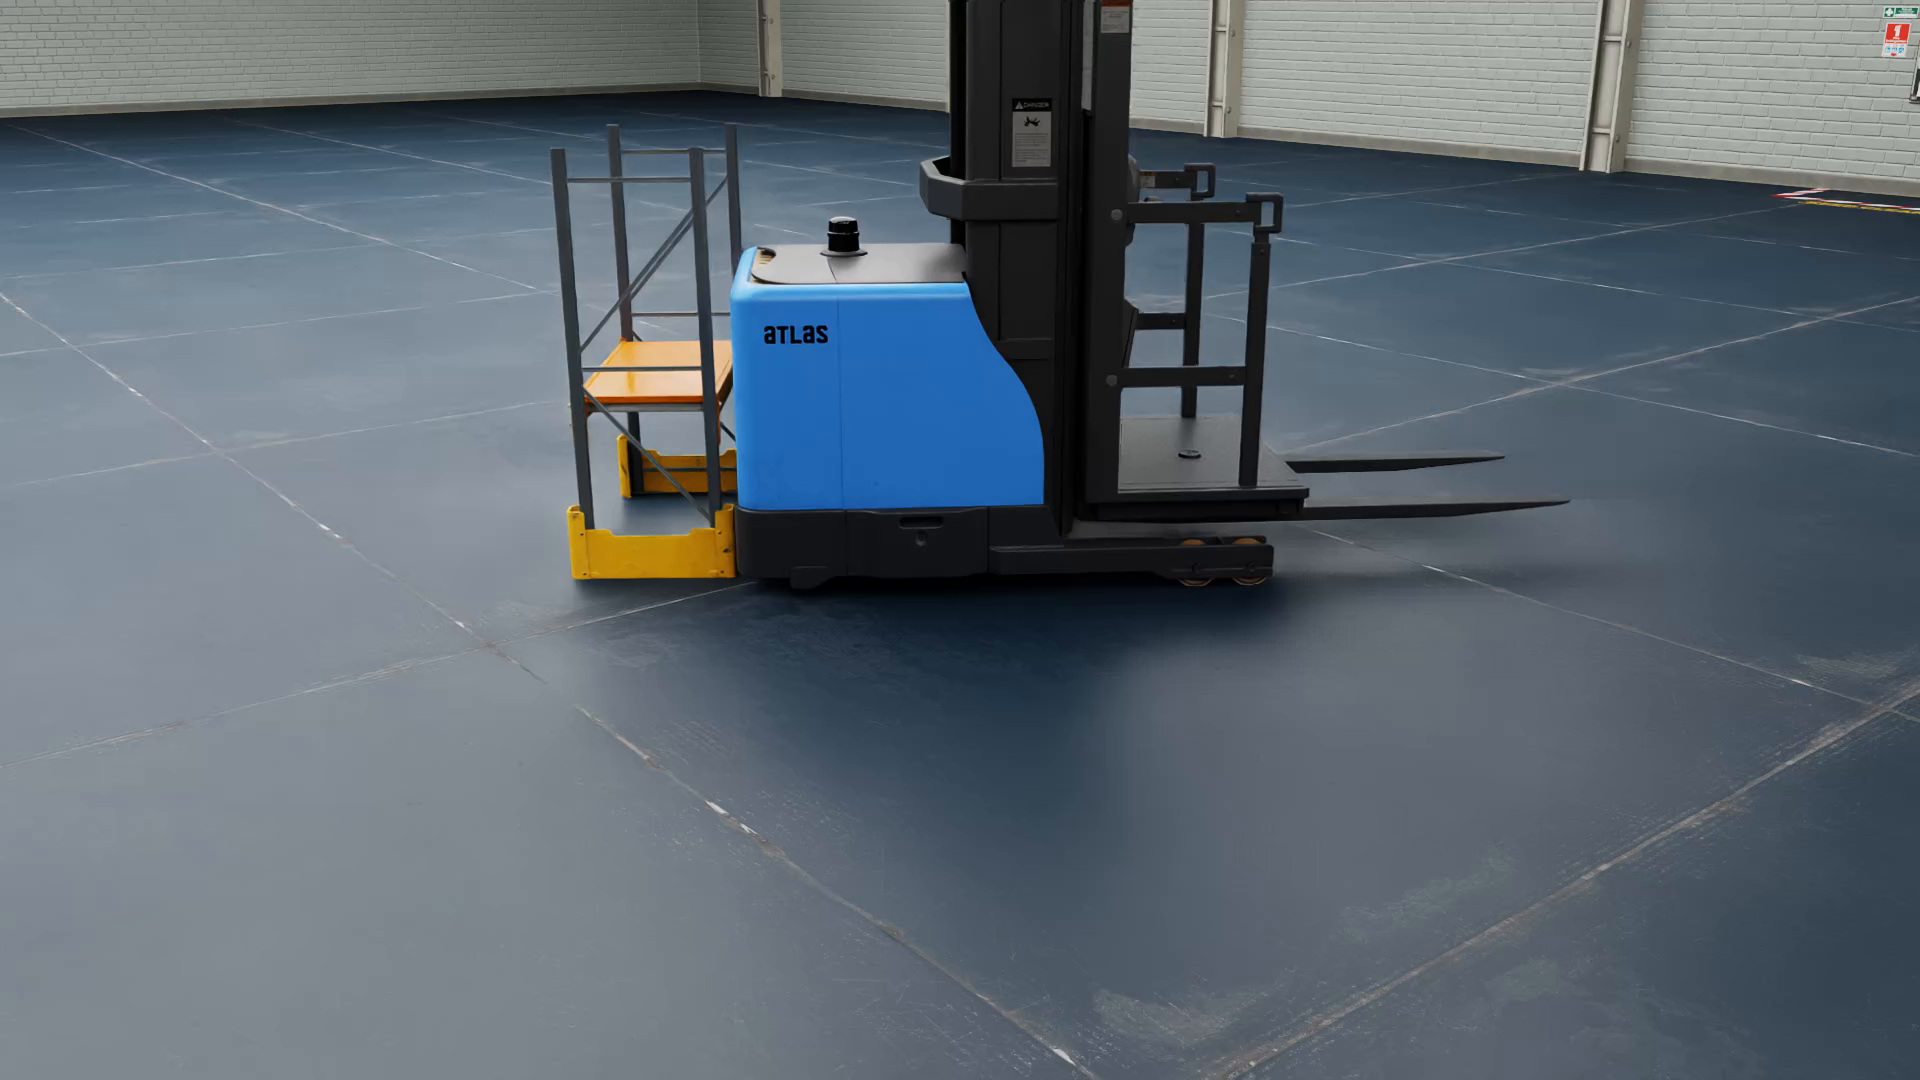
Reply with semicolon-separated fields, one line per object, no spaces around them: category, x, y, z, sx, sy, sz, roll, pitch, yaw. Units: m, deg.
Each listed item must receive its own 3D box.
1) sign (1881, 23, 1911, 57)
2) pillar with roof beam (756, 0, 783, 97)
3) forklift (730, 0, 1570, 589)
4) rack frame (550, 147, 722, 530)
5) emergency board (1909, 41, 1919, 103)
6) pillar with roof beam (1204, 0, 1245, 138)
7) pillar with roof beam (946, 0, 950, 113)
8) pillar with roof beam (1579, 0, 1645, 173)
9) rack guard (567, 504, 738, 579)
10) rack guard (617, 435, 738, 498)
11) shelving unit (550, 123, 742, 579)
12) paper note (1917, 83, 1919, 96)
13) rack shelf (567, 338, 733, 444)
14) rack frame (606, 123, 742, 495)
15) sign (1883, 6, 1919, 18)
sign;9.418;-5.031;16.729;0.001;0.329;0.234;-14;23;-36
pillar with roof beam;-7.091;-12.163;28.780;9.100;9.000;0.400;-14;23;-36
forklift;0.699;-1.389;5.895;3.031;2.935;1.130;-1;18;-4
rack frame;-1.100;-0.588;5.746;0.500;1.500;0.032;-1;18;-1
emergency board;9.690;-4.864;16.279;0.157;1.169;0.626;-14;23;-36
pillar with roof beam;0.360;-9.206;19.850;9.100;9.000;0.400;-14;23;-36
pillar with roof beam;-3.366;-10.685;24.315;9.100;9.000;0.400;-14;23;-36
pillar with roof beam;4.085;-7.728;15.385;9.100;9.000;0.400;-14;23;-36
rack guard;-1.096;0.005;5.944;0.587;0.250;0.087;-1;18;-1
rack guard;-1.114;-0.308;6.889;0.587;0.250;0.087;-1;18;-1
shelving unit;-1.109;-0.745;6.220;0.587;1.500;1.083;-1;18;-1
paper note;9.625;-4.497;16.573;0.016;0.148;0.142;-14;23;-36
rack shelf;-1.108;-0.577;6.285;0.538;0.185;1.000;-1;18;-1
rack frame;-1.119;-0.907;6.711;0.500;1.500;0.032;-1;18;-1
sign;9.414;-5.280;16.637;0.001;0.109;0.331;-14;23;-36
